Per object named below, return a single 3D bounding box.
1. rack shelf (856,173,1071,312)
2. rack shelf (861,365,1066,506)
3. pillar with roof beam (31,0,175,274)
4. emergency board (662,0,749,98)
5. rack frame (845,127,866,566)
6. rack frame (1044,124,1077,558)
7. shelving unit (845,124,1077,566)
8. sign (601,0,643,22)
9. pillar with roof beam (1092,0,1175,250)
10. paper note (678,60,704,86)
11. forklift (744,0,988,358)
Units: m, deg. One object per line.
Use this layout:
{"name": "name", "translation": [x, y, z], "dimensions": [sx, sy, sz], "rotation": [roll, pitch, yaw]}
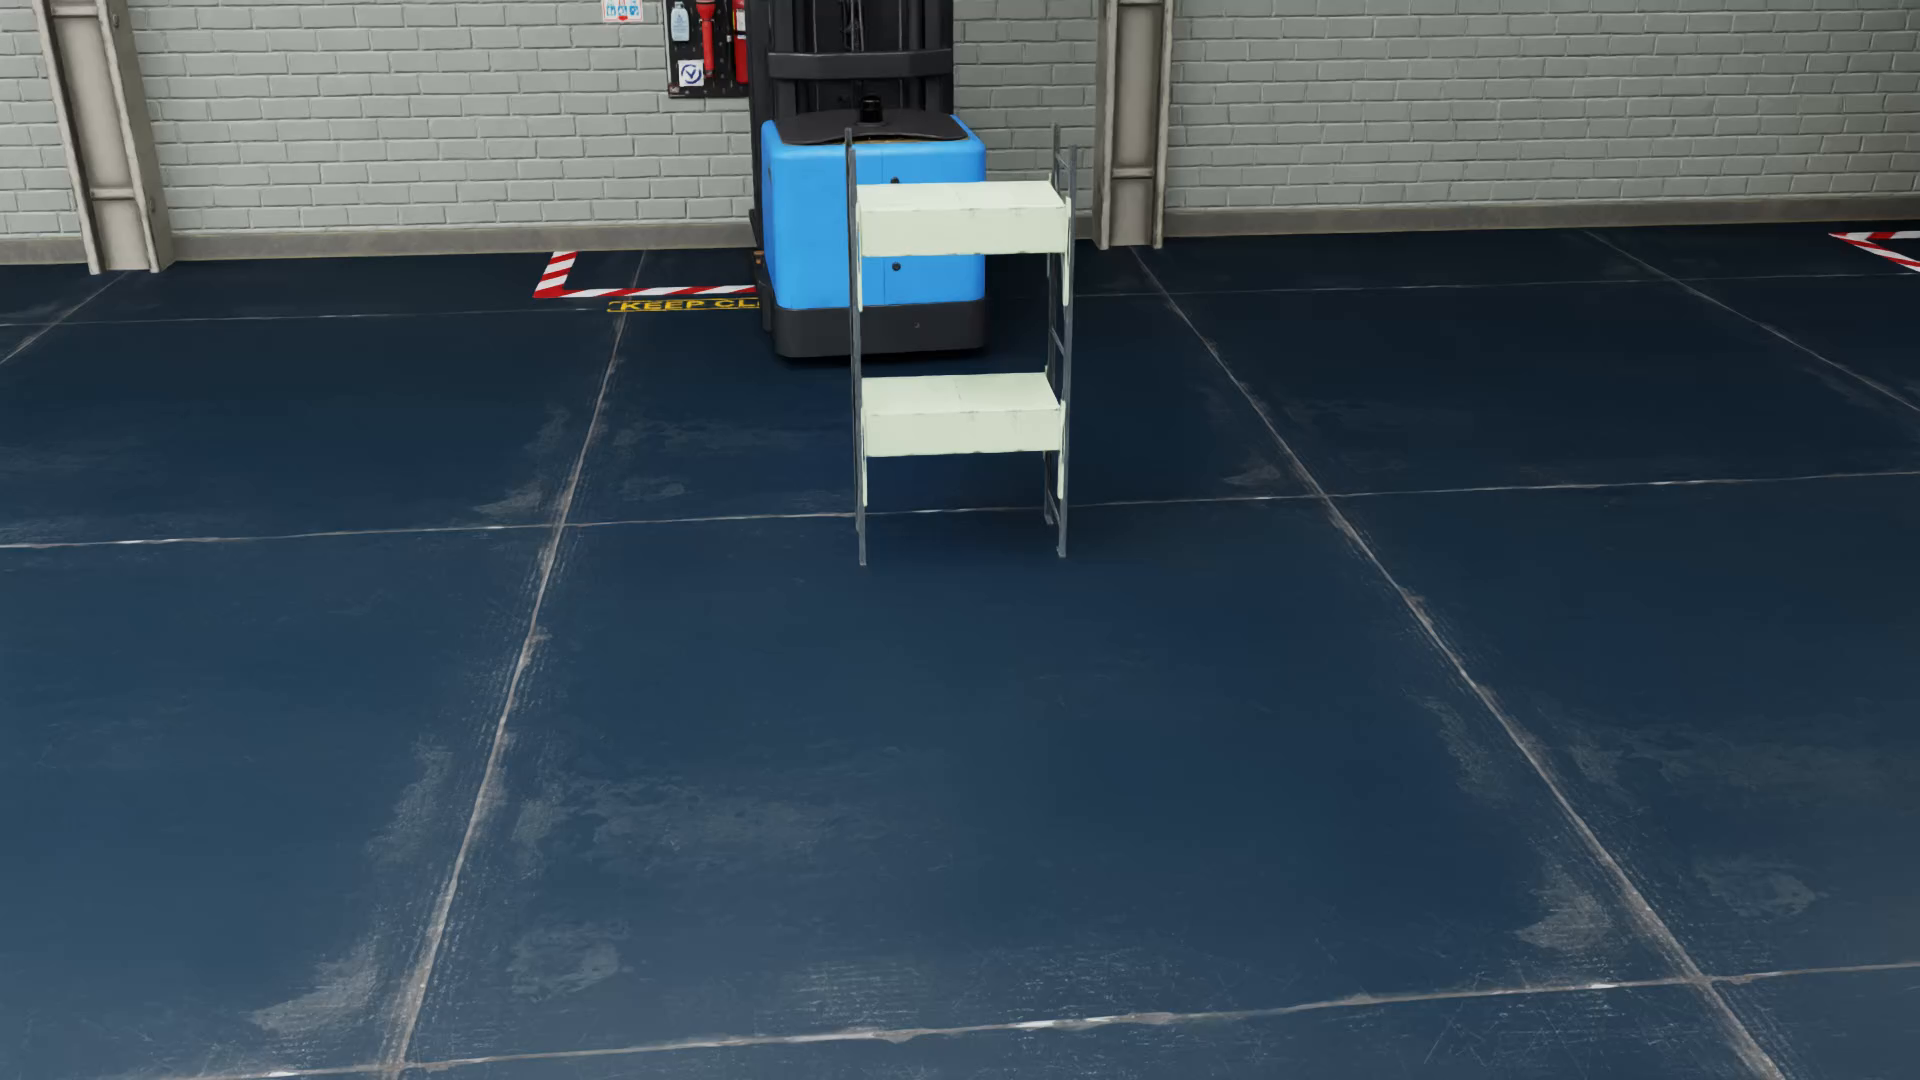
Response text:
{"name": "rack shelf", "translation": [-0.007, -1.042, 5.786], "dimensions": [0.720, 0.370, 0.431], "rotation": [-2, 24, -5]}
{"name": "rack shelf", "translation": [-0.007, -0.387, 6.077], "dimensions": [0.720, 0.370, 0.431], "rotation": [-2, 24, -5]}
{"name": "pillar with roof beam", "translation": [-4.501, -4.001, 4.173], "dimensions": [0.400, 9.000, 9.100], "rotation": [-2, 24, -5]}
{"name": "emergency board", "translation": [-1.416, -3.156, 9.658], "dimensions": [0.643, 1.169, 0.194], "rotation": [-2, 24, -5]}
{"name": "rack frame", "translation": [-0.371, -0.670, 5.912], "dimensions": [0.023, 1.500, 0.400], "rotation": [-2, 24, -5]}
{"name": "rack frame", "translation": [0.358, -0.700, 5.978], "dimensions": [0.023, 1.500, 0.400], "rotation": [-2, 24, -5]}
{"name": "shelving unit", "translation": [-0.007, -0.685, 5.945], "dimensions": [0.755, 1.500, 0.431], "rotation": [-2, 24, -5]}
{"name": "sign", "translation": [-1.976, -3.192, 9.695], "dimensions": [0.234, 0.329, 0.001], "rotation": [-2, 24, -5]}
{"name": "pillar with roof beam", "translation": [1.470, -4.241, 4.712], "dimensions": [0.400, 9.000, 9.100], "rotation": [-2, 24, -5]}
{"name": "paper note", "translation": [-1.599, -2.774, 9.883], "dimensions": [0.142, 0.148, 0.016], "rotation": [-2, 24, -5]}
{"name": "forklift", "translation": [-0.620, -2.792, 8.924], "dimensions": [1.130, 2.935, 3.031], "rotation": [-4, 24, -9]}
